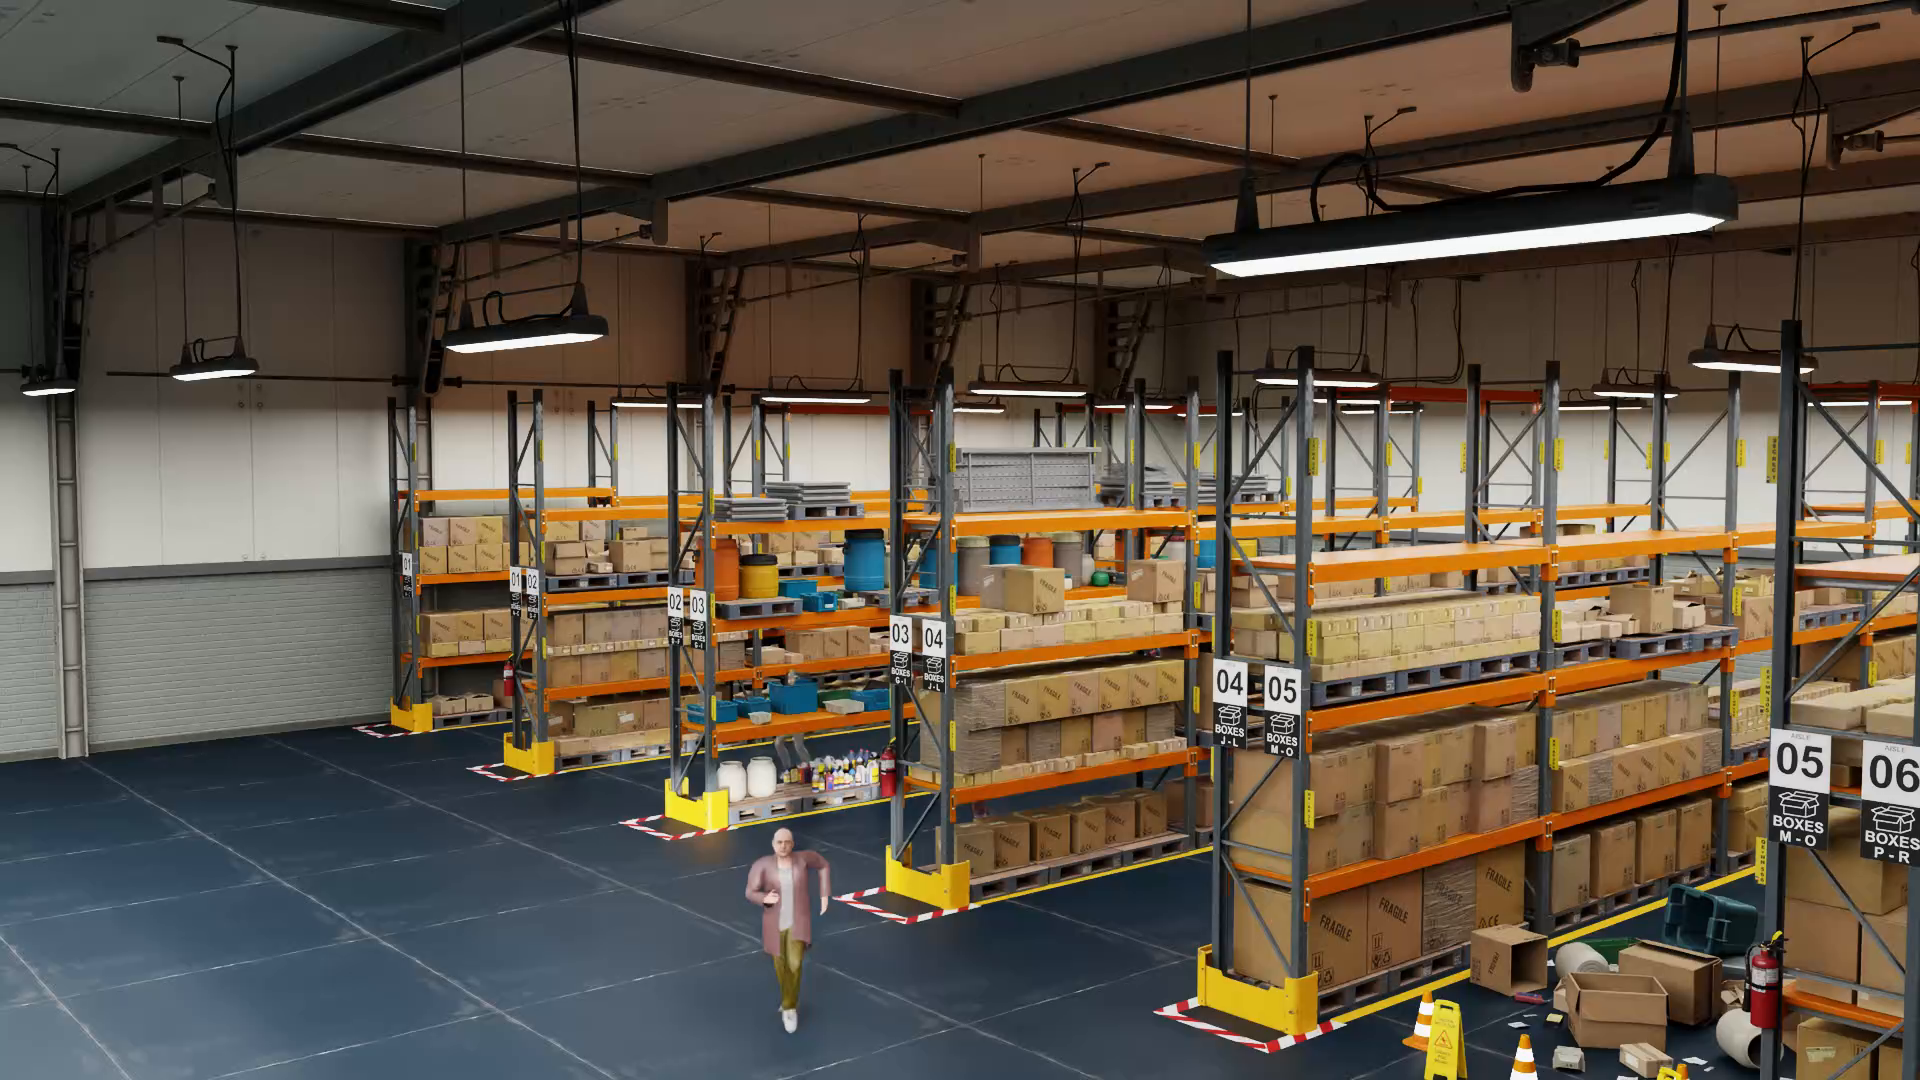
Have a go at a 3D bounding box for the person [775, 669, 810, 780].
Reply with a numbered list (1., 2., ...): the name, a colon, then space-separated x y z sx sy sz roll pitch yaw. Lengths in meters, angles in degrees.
1. person: -2.569 2.841 25.548 0.588 1.727 0.696 3 4 42

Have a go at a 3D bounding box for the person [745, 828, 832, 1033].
1. person: -1.519 3.421 14.745 0.750 1.793 0.902 0 3 -3

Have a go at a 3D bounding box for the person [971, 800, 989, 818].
1. person: 0.204 3.028 22.272 0.548 1.667 0.668 2 4 36
